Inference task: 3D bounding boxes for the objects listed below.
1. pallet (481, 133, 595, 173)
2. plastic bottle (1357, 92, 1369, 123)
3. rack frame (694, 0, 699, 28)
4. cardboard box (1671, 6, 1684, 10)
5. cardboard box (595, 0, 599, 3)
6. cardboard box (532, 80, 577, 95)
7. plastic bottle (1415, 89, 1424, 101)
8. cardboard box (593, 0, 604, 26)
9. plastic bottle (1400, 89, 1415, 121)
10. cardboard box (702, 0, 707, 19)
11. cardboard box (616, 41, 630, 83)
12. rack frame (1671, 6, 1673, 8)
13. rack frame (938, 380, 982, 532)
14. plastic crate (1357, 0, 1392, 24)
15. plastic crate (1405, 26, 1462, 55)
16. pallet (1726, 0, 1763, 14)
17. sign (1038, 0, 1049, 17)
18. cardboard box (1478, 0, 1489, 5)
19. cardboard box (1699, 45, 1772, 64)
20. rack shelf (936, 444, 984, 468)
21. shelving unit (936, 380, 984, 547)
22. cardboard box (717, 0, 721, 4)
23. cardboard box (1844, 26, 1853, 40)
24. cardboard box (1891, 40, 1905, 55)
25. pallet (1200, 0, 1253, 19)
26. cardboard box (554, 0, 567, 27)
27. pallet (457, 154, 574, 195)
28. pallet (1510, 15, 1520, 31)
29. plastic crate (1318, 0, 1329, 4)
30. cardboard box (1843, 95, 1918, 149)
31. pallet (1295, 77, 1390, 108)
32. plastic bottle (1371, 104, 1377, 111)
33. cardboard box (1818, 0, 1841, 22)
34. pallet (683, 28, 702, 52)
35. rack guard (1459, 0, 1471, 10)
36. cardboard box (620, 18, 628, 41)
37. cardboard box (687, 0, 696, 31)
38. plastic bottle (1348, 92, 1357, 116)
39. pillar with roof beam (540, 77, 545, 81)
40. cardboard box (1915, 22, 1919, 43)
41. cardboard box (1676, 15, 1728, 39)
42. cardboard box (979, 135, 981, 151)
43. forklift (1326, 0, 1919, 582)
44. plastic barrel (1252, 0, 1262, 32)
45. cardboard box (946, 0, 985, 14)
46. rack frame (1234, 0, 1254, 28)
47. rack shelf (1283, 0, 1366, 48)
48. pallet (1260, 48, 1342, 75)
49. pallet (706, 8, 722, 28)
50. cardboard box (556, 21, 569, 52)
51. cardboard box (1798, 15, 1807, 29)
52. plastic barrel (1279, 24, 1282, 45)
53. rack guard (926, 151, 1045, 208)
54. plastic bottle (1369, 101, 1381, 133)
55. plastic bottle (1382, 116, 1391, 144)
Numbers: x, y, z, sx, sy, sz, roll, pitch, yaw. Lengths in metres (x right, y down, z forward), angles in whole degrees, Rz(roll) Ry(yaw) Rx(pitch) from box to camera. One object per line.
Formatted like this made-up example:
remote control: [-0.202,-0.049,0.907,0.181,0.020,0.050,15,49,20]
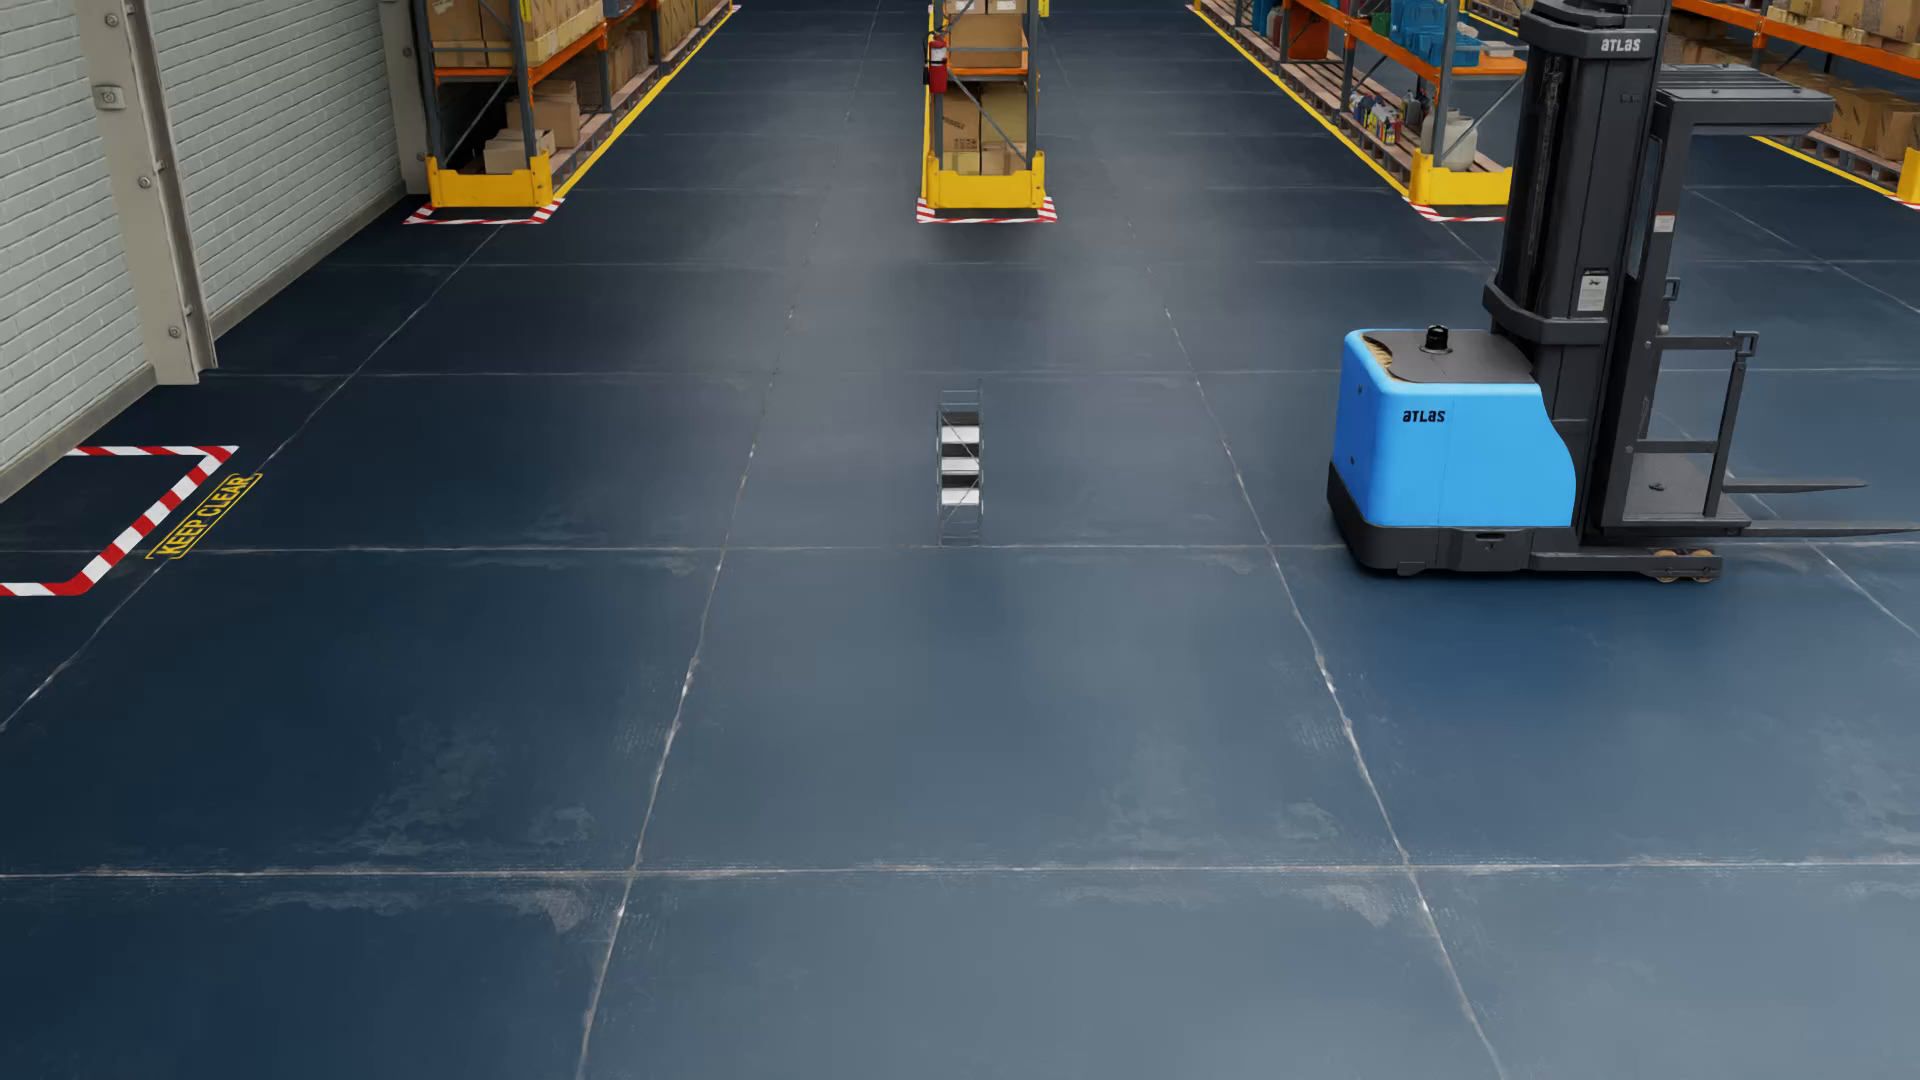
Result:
pallet: [-4.690,-4.325,18.557,1.003,0.211,1.213,0,24,-1]
plastic bottle: [4.751,-5.080,19.522,0.144,0.351,0.185,0,24,1]
rack frame: [-4.836,-9.673,26.997,1.000,3.000,0.127,0,24,-1]
cardboard box: [10.080,-7.599,24.480,1.225,0.875,0.875,-1,24,-3]
cardboard box: [-4.435,-6.465,19.152,0.500,0.500,0.500,0,24,-1]
cardboard box: [-4.698,-5.010,19.187,0.500,0.500,0.500,-2,24,-5]
plastic bottle: [5.453,-5.150,19.678,0.144,0.351,0.185,-1,24,-2]
cardboard box: [-4.441,-6.123,19.306,0.500,0.250,0.500,0,24,0]
plastic bottle: [5.308,-5.149,19.676,0.144,0.351,0.185,0,24,-1]
cardboard box: [-4.744,-9.241,28.565,0.700,0.500,0.500,0,24,-1]
cardboard box: [-4.810,-6.372,22.198,0.700,0.500,0.500,0,24,-1]
rack frame: [10.066,-8.091,23.500,1.000,3.000,0.127,0,24,-1]
rack frame: [-0.001,-0.455,9.165,0.240,0.900,0.006,0,24,-1]
plastic crate: [5.036,-6.176,19.341,0.767,0.338,0.504,0,24,-1]
plastic crate: [4.895,-5.177,17.237,0.499,0.251,0.408,0,24,-1]
pallet: [10.247,-6.671,20.593,1.003,0.211,1.213,0,24,-1]
sign: [0.803,-5.182,15.921,0.100,0.325,0.005,0,24,-1]
cardboard box: [10.066,-10.348,30.558,0.875,0.875,0.875,0,24,-1]
cardboard box: [10.132,-6.185,21.784,0.700,0.500,0.500,-2,24,-5]
rack shelf: [0.000,-0.465,9.049,0.258,0.077,0.200,0,24,-1]
shelving unit: [0.000,-0.413,9.072,0.258,0.900,0.210,0,24,-1]
cardboard box: [-4.772,-10.085,30.433,0.700,0.500,0.500,0,24,-1]
cardboard box: [9.889,-5.518,18.115,0.380,0.149,0.250,0,24,-1]
cardboard box: [9.900,-5.106,17.204,0.380,0.149,0.250,0,24,-1]
pallet: [4.997,-9.755,30.562,1.003,0.211,1.213,0,24,-1]
cardboard box: [-4.405,-5.625,17.295,0.500,0.500,0.500,-1,24,-2]
pallet: [-4.680,-3.824,17.448,1.003,0.211,1.213,0,24,-1]
pallet: [10.093,-8.783,28.412,1.003,0.211,1.213,0,24,-1]
plastic crate: [4.856,-7.040,21.434,0.450,0.188,0.662,0,24,-1]
cardboard box: [10.135,-4.609,18.324,0.500,0.500,0.500,2,24,4]
pallet: [5.094,-5.977,22.210,1.003,0.211,1.213,0,24,-1]
plastic bottle: [4.792,-4.905,19.233,0.097,0.271,0.097,0,24,0]
cardboard box: [10.129,-6.027,18.453,0.875,0.500,0.500,0,24,-1]
pallet: [-4.753,-8.084,26.869,1.003,0.211,1.213,0,24,-1]
rack guard: [9.979,-10.259,31.326,1.175,0.500,0.348,0,24,-1]
cardboard box: [-4.789,-6.896,22.447,0.500,0.250,0.500,0,24,0]
cardboard box: [-4.699,-8.617,26.762,0.750,0.750,0.750,0,24,0]
plastic bottle: [4.722,-5.245,19.983,0.097,0.271,0.097,0,24,0]
pillar with roof beam: [-1.339,-10.238,20.966,9.100,9.000,0.400,0,24,-1]
cardboard box: [10.175,-5.202,16.631,0.875,0.500,0.500,0,24,-1]
cardboard box: [10.120,-7.000,22.677,0.500,0.250,0.500,2,24,5]
cardboard box: [0.455,-4.118,17.543,0.500,0.250,0.500,0,24,-1]
forklift: [3.631,-1.333,8.641,3.031,2.935,1.130,0,24,0]
plastic barrel: [5.059,-8.728,26.945,0.600,0.901,0.708,0,24,-1]
cardboard box: [0.053,-5.249,16.308,0.380,0.149,0.250,-1,24,-1]
rack frame: [5.070,-9.717,27.095,1.000,3.000,0.127,0,24,-1]
rack shelf: [5.135,-6.917,21.777,1.077,0.370,4.000,0,24,-1]
pallet: [5.063,-7.123,24.743,1.003,0.211,1.213,0,24,-1]
pallet: [-4.783,-9.220,29.379,1.003,0.211,1.213,0,24,-1]
cardboard box: [-4.413,-5.295,17.475,0.500,0.250,0.500,-1,24,-1]
cardboard box: [9.844,-5.930,19.025,0.380,0.149,0.250,0,24,-1]
plastic barrel: [4.996,-7.560,24.836,0.421,0.512,0.421,0,24,0]
rack guard: [0.248,-3.603,16.609,1.175,0.500,0.348,0,24,-1]
plastic bottle: [4.758,-4.827,18.963,0.144,0.351,0.185,0,24,-1]
plastic bottle: [4.723,-4.538,18.406,0.061,0.283,0.133,0,24,1]
